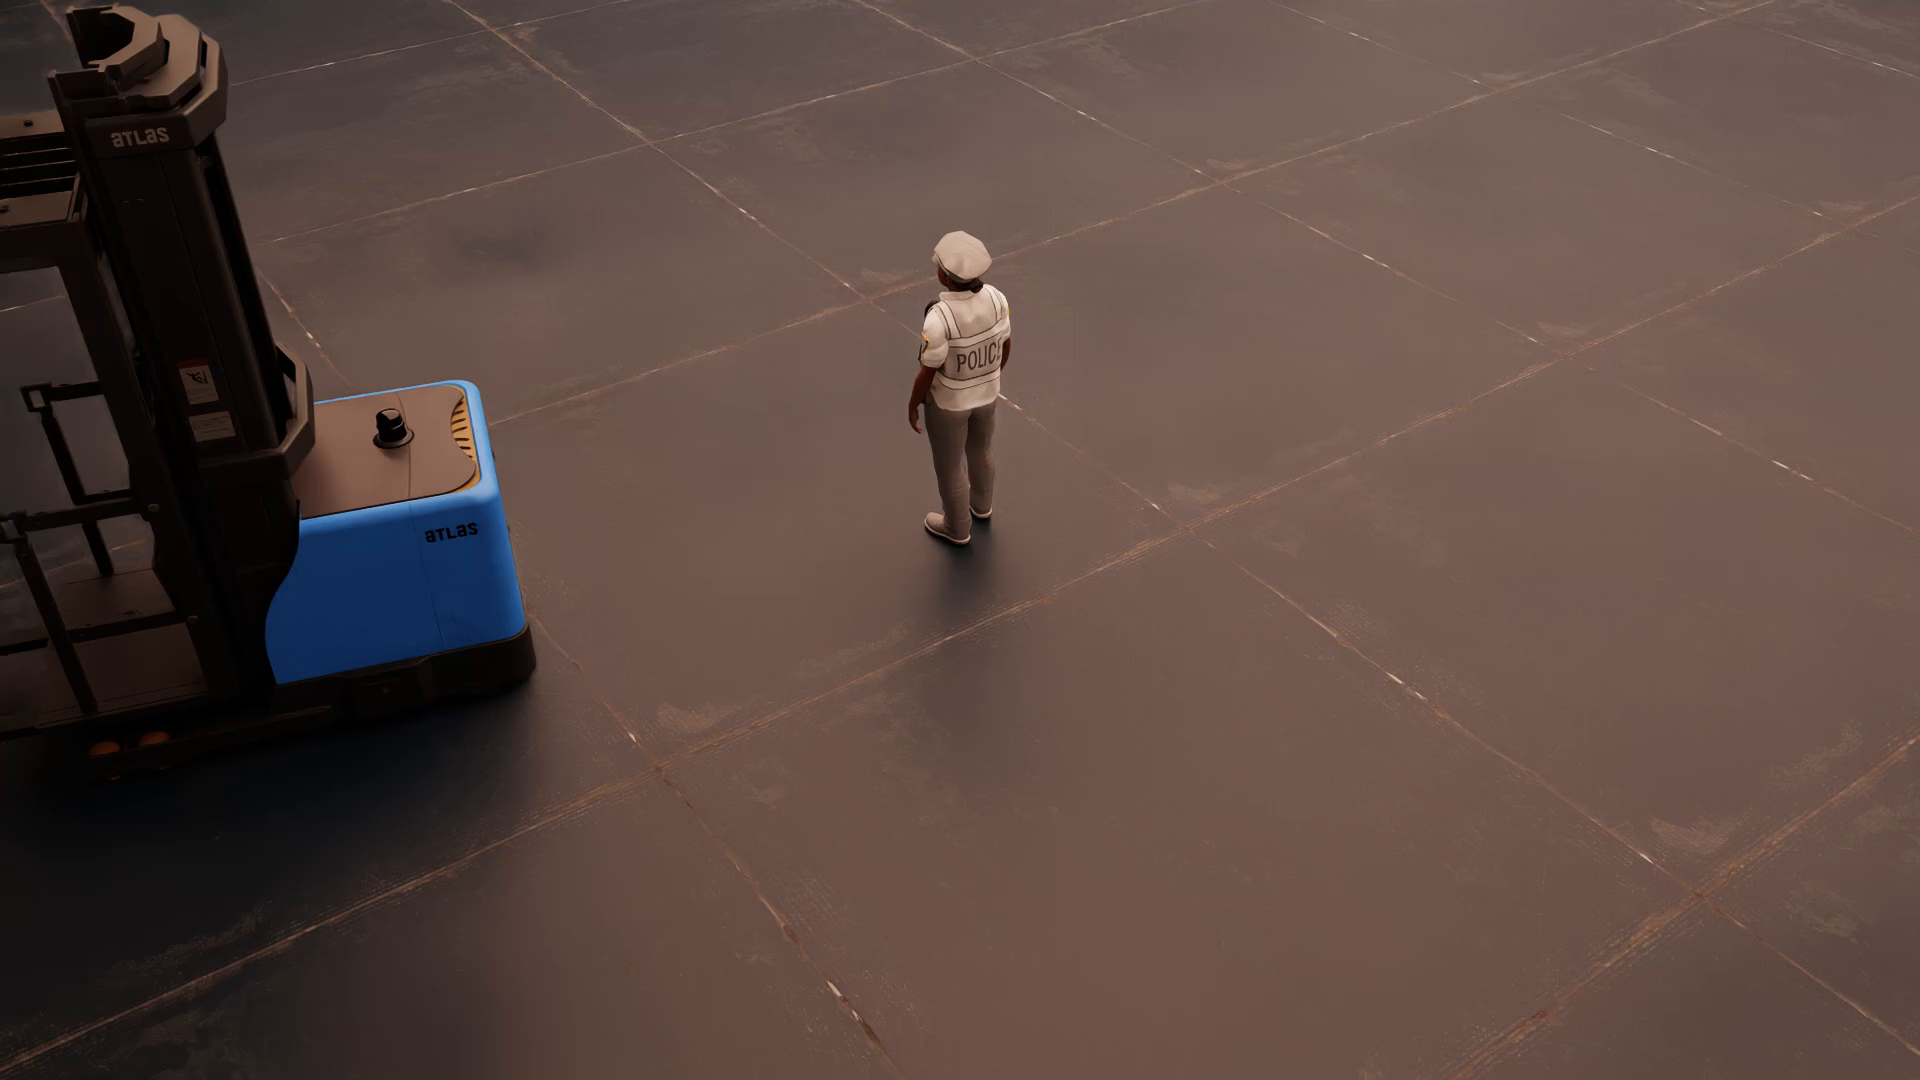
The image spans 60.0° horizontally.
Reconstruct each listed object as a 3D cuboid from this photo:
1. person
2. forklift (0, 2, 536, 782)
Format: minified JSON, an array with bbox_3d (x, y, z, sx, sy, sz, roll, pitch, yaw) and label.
[{"bbox_3d":[-0.028,-0.731,7.960,0.570,1.697,0.528,-23,42,-28],"label":"person"},{"bbox_3d":[-3.490,-0.515,6.642,3.031,2.935,1.130,-11,38,-15],"label":"forklift"}]
